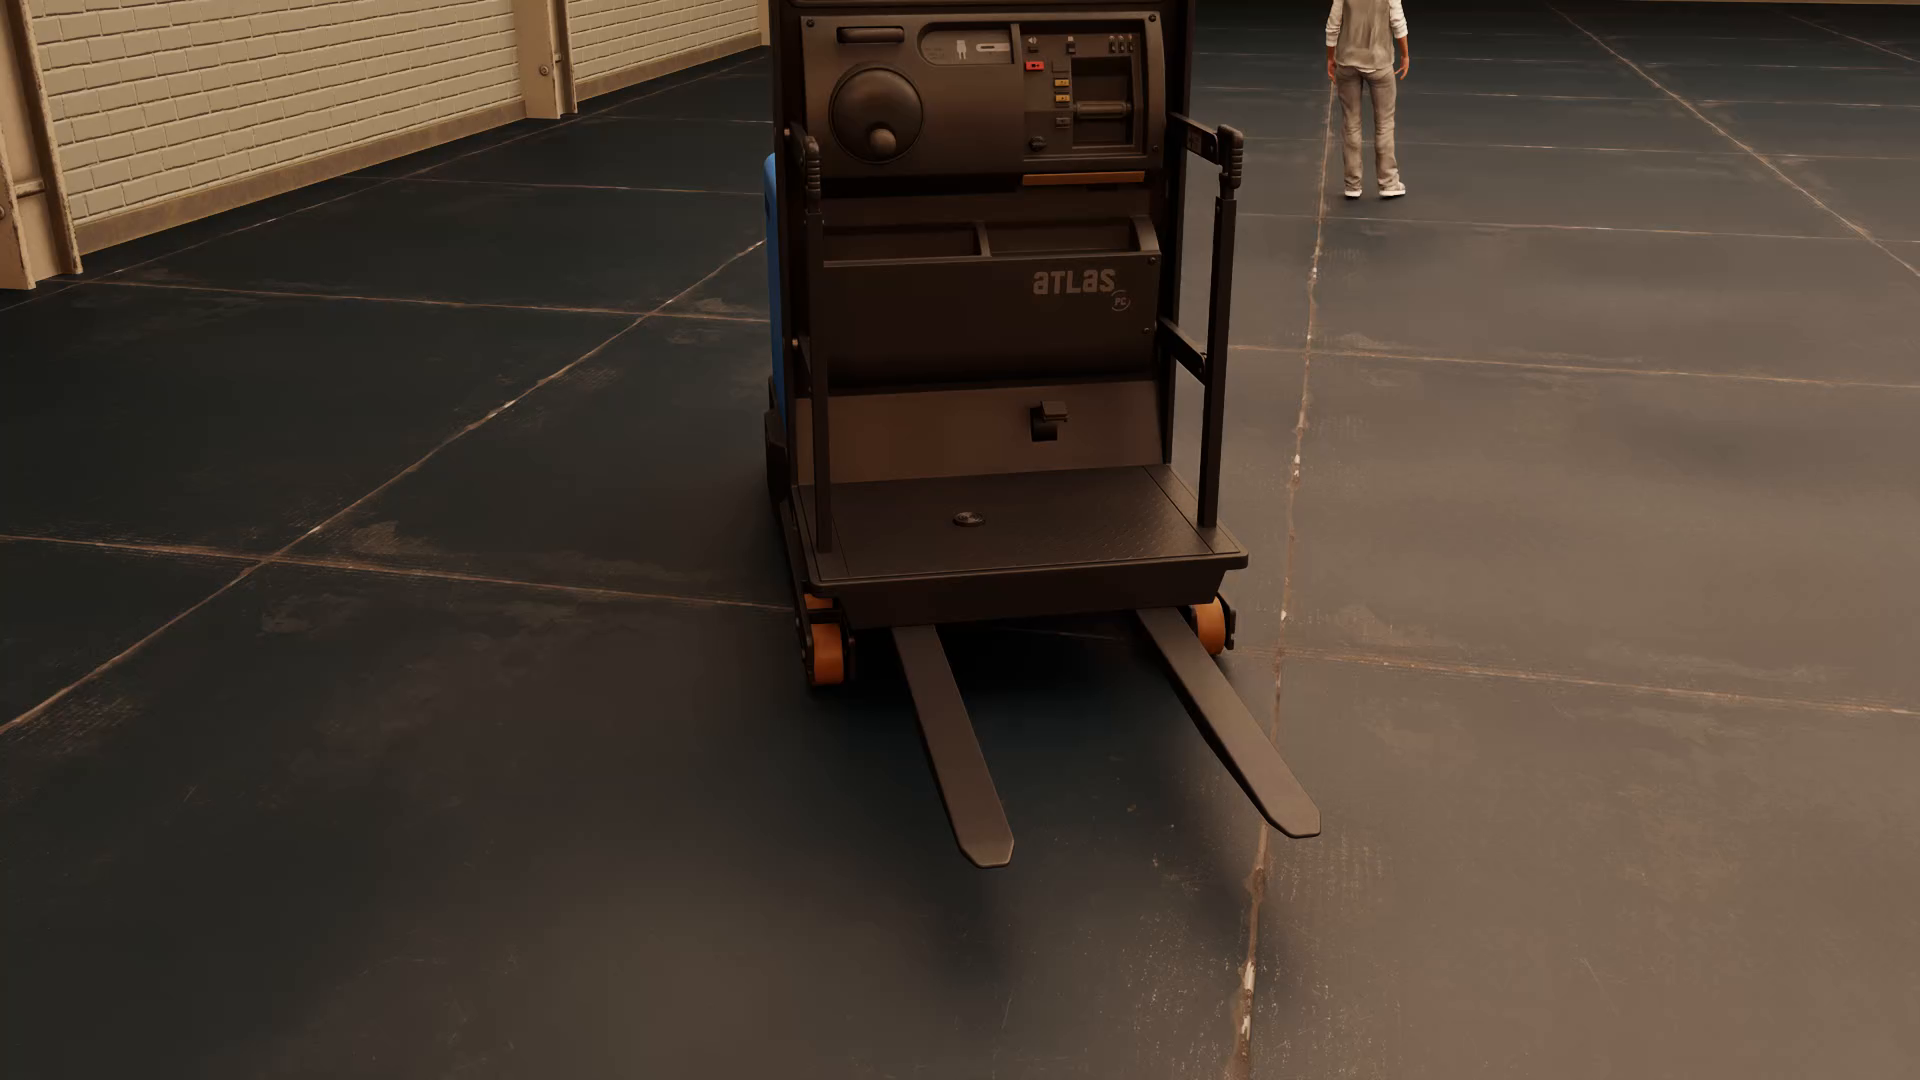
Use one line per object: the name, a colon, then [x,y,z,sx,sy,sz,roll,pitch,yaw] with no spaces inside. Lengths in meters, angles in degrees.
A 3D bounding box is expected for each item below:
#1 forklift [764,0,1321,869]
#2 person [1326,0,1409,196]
forklift: [0.104,-1.131,4.040,1.130,2.935,3.031,-4,22,-9]
person: [2.493,-2.898,10.121,0.519,1.598,0.474,10,24,24]
